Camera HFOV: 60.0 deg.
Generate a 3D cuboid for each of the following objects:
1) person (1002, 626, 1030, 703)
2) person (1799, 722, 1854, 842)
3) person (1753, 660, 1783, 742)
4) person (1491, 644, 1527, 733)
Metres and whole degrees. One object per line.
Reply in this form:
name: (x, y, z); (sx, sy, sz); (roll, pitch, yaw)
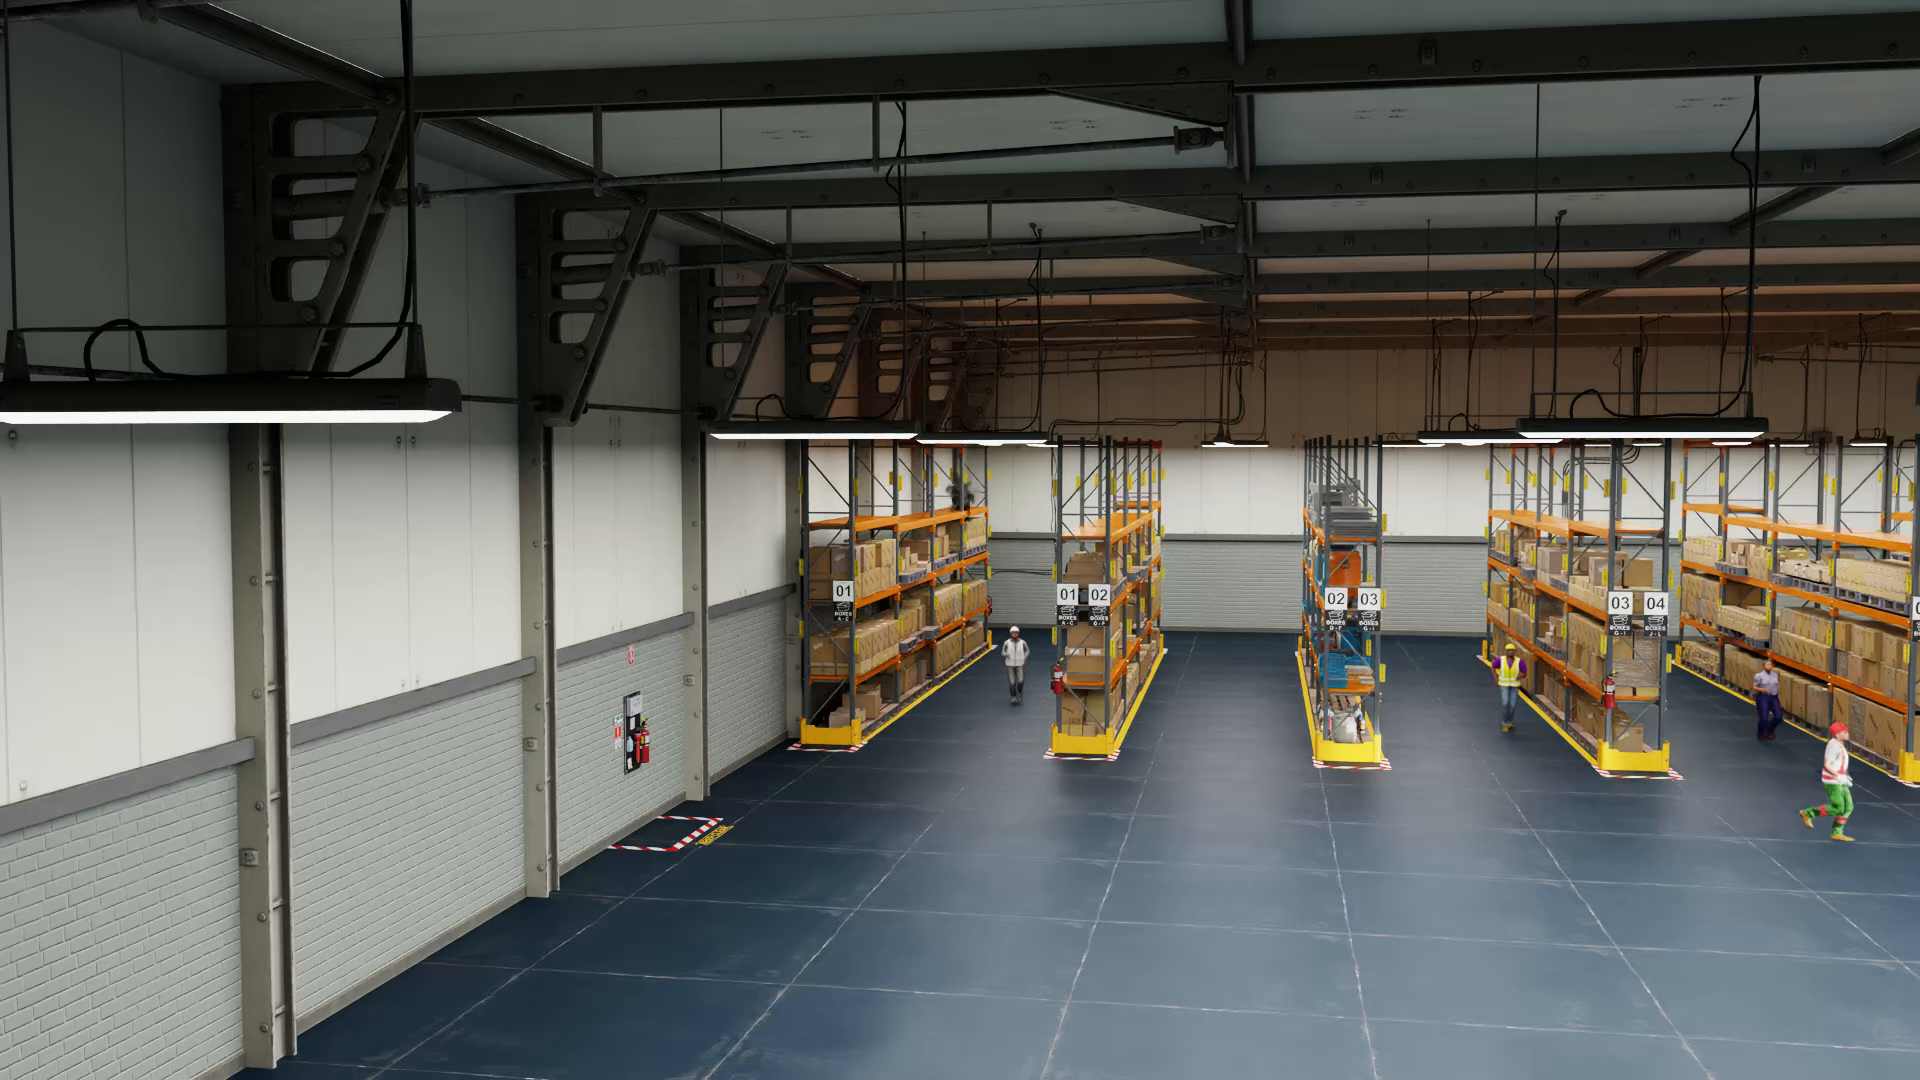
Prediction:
person: (1.253, 2.819, 37.436); (0.638, 1.737, 0.638); (0, 3, 1)
person: (12.762, 3.533, 24.434); (0.712, 1.738, 0.646); (2, 4, 36)
person: (15.828, 3.151, 32.520); (0.582, 1.615, 0.605); (0, 3, 1)
person: (11.199, 3.019, 33.892); (0.685, 1.830, 0.692); (1, 3, 12)
